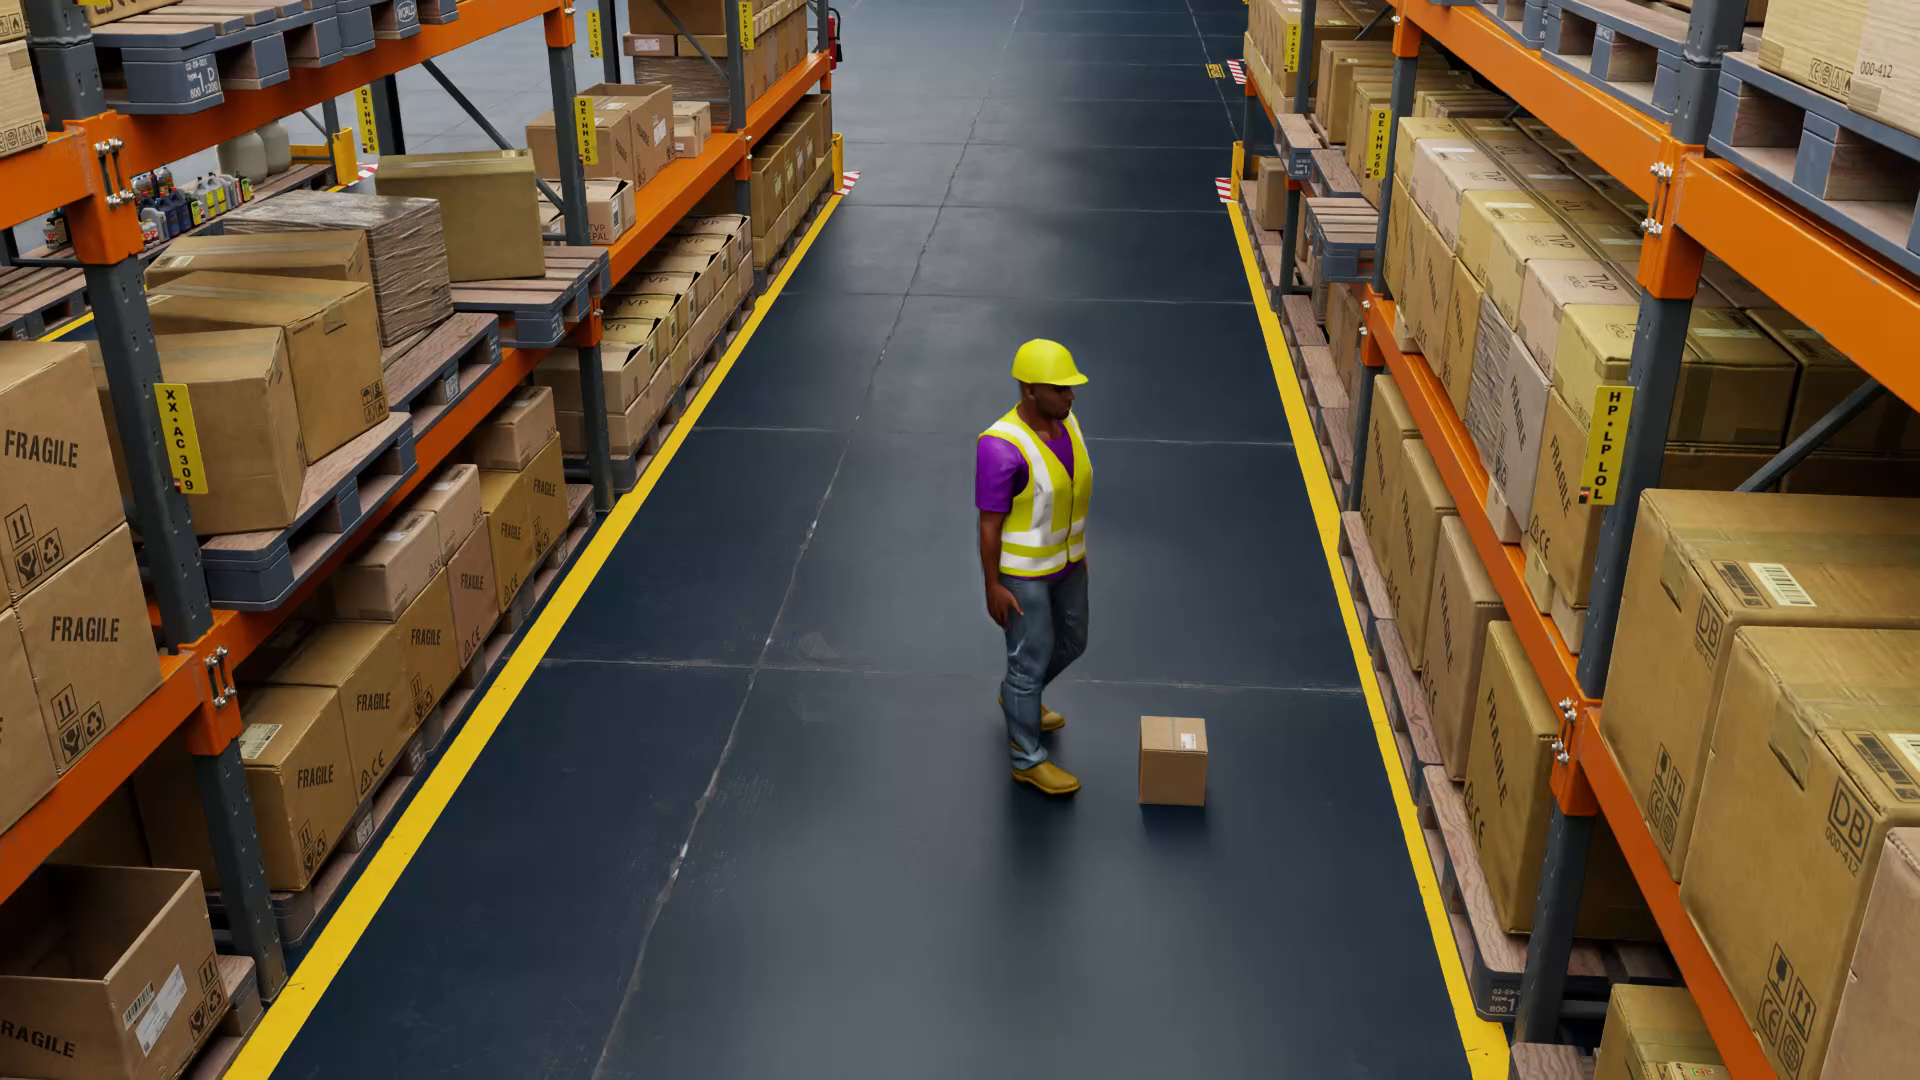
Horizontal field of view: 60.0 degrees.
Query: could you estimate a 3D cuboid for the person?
[{"bbox_3d":[0.291,0.091,6.353,0.603,1.771,0.579,18,30,34],"label":"person"}]
